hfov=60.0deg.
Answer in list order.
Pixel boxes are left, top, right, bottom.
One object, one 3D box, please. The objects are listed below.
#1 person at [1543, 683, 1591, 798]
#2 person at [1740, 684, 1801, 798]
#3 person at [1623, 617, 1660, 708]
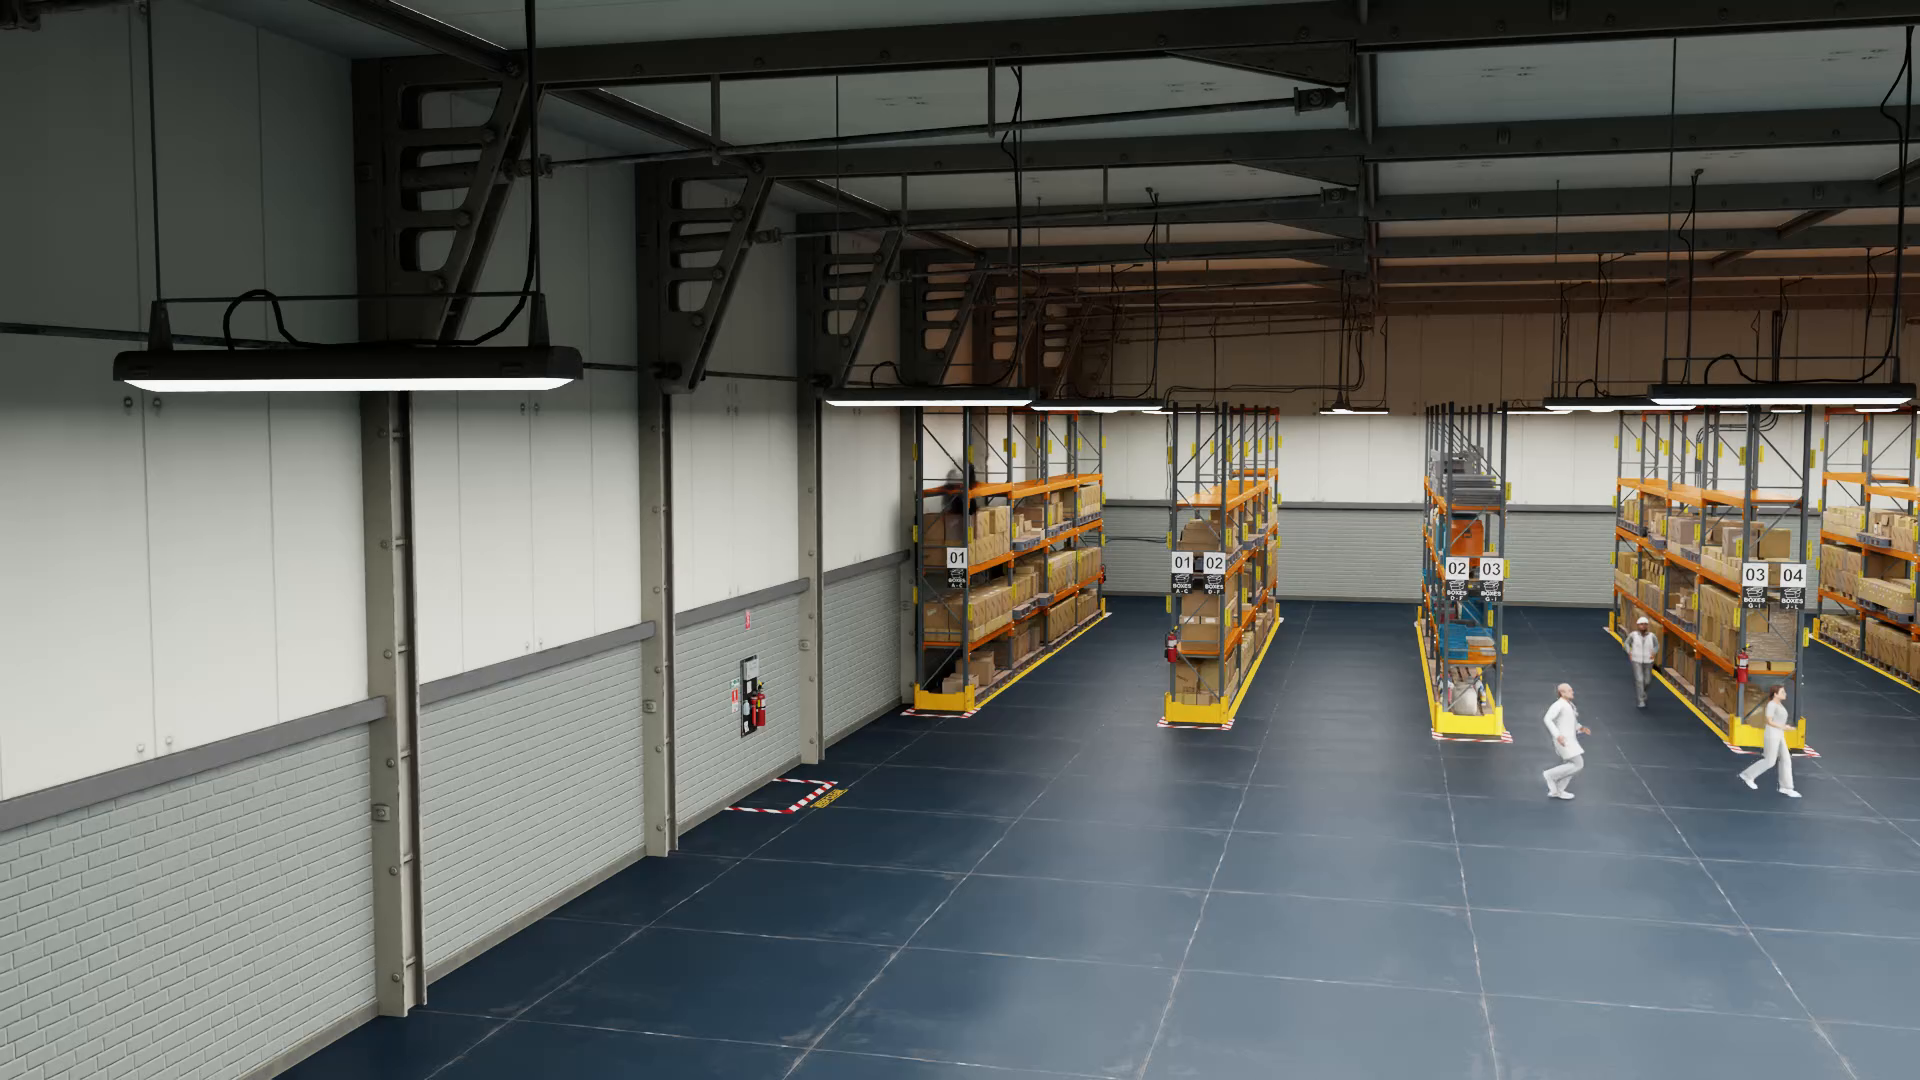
[{"bbox_3d":[9.102,3.059,24.910,0.628,1.645,0.704,3,5,33],"label":"person"},{"bbox_3d":[12.338,3.029,25.258,0.848,1.673,0.587,4,6,42],"label":"person"},{"bbox_3d":[13.555,2.409,33.056,0.673,1.762,0.804,1,4,14],"label":"person"}]
